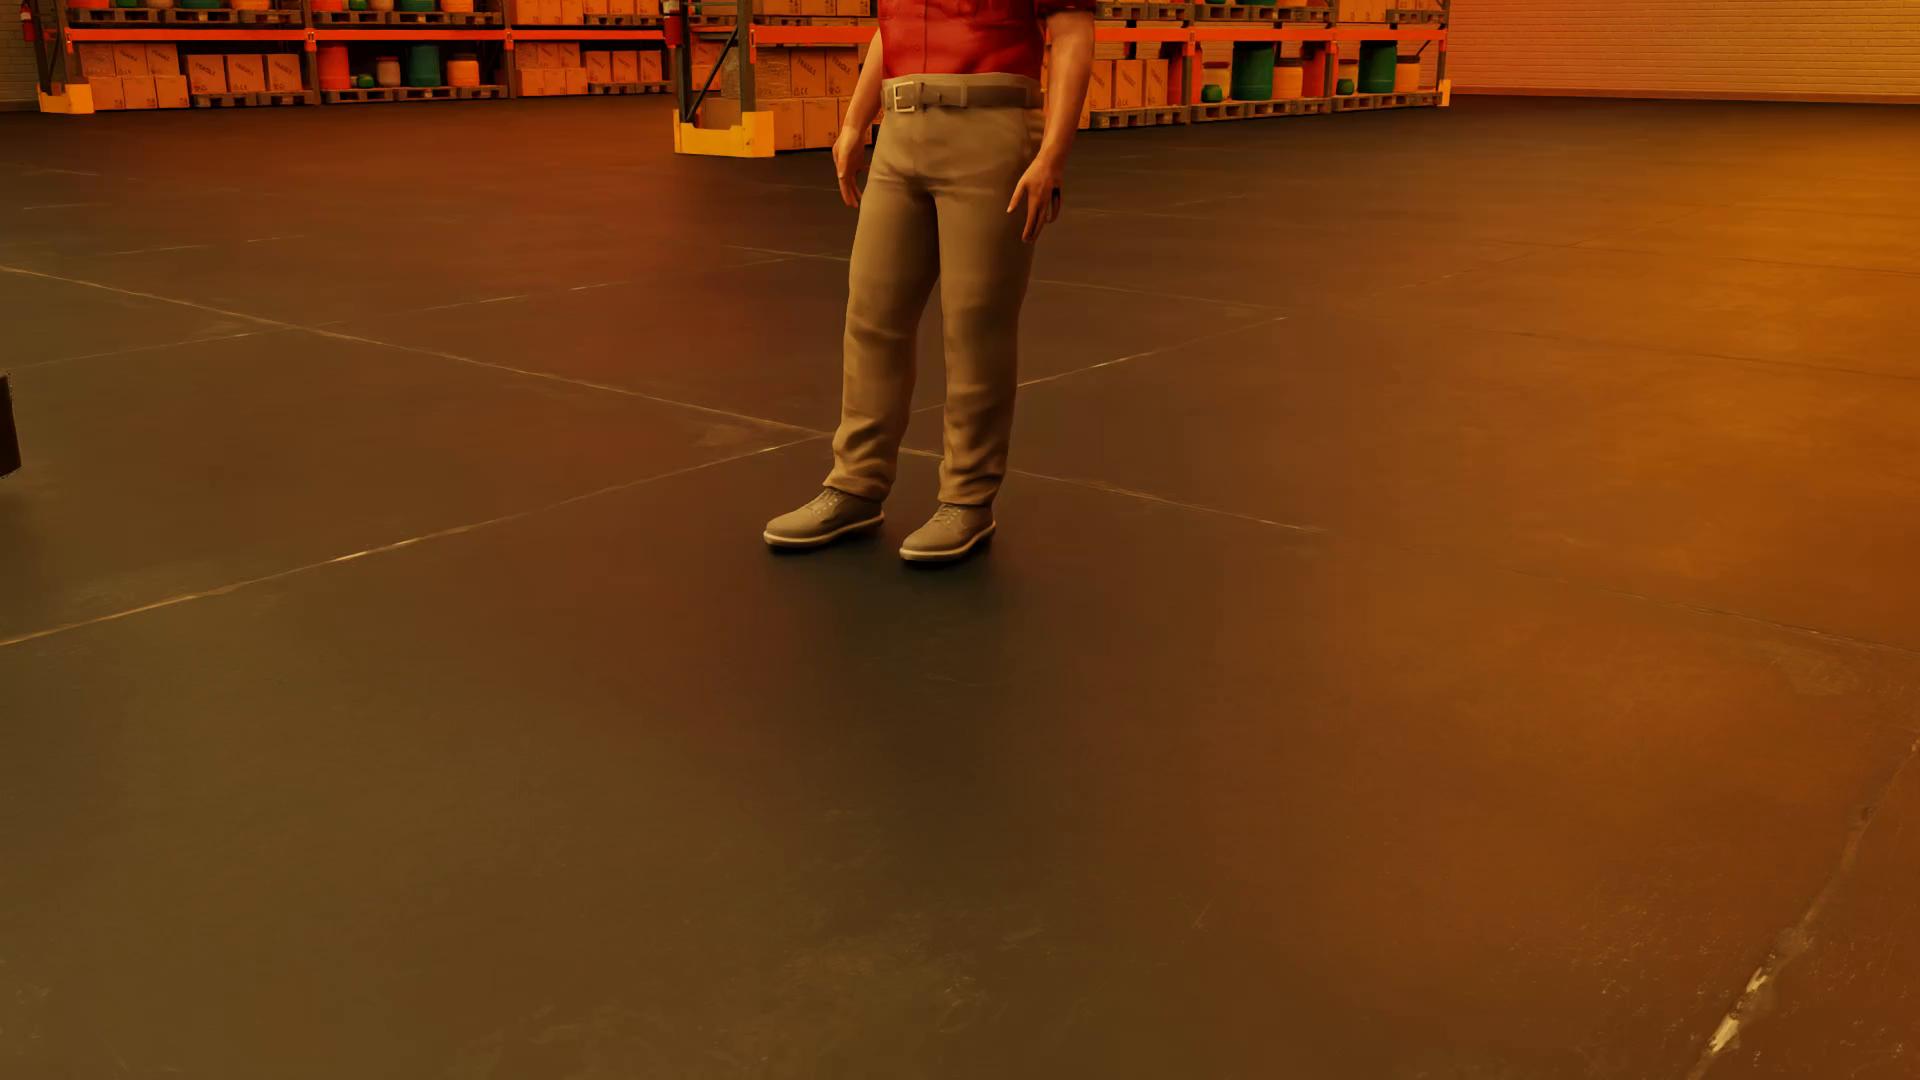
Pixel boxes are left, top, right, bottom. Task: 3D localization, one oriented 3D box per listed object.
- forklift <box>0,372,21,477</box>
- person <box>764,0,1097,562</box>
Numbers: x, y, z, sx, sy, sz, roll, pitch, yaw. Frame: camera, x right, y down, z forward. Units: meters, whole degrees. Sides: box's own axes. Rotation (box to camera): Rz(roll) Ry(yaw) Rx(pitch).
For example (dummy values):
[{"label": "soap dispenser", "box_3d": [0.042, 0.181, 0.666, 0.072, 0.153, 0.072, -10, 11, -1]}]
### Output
[{"label": "forklift", "box_3d": [-3.941, -1.385, 3.457, 3.031, 2.935, 1.130, 0, 17, -1]}, {"label": "person", "box_3d": [-0.066, -0.817, 3.629, 0.641, 1.728, 0.550, 13, 21, 37]}]
